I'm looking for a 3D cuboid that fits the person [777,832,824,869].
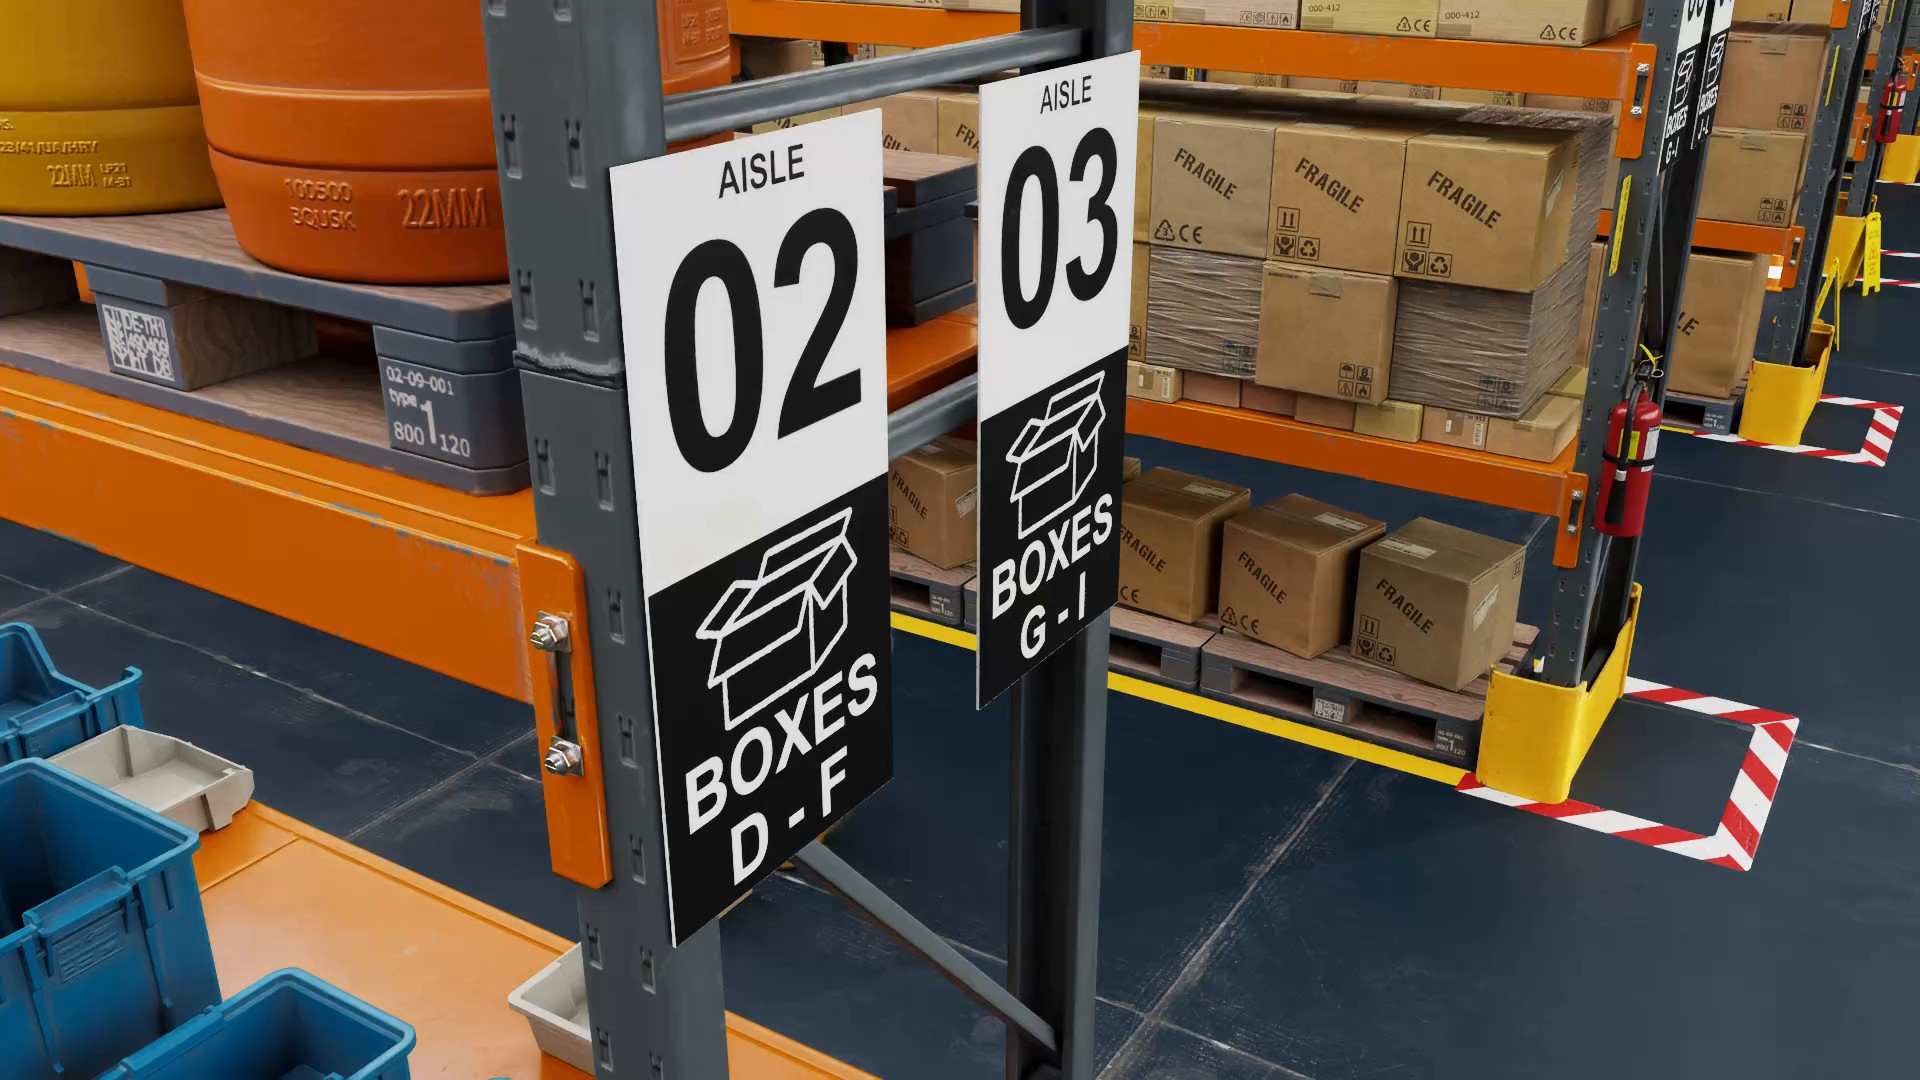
[{"bbox_3d":[-0.694,0.668,5.919,0.579,1.065,0.869,14,26,29],"label":"person"}]
